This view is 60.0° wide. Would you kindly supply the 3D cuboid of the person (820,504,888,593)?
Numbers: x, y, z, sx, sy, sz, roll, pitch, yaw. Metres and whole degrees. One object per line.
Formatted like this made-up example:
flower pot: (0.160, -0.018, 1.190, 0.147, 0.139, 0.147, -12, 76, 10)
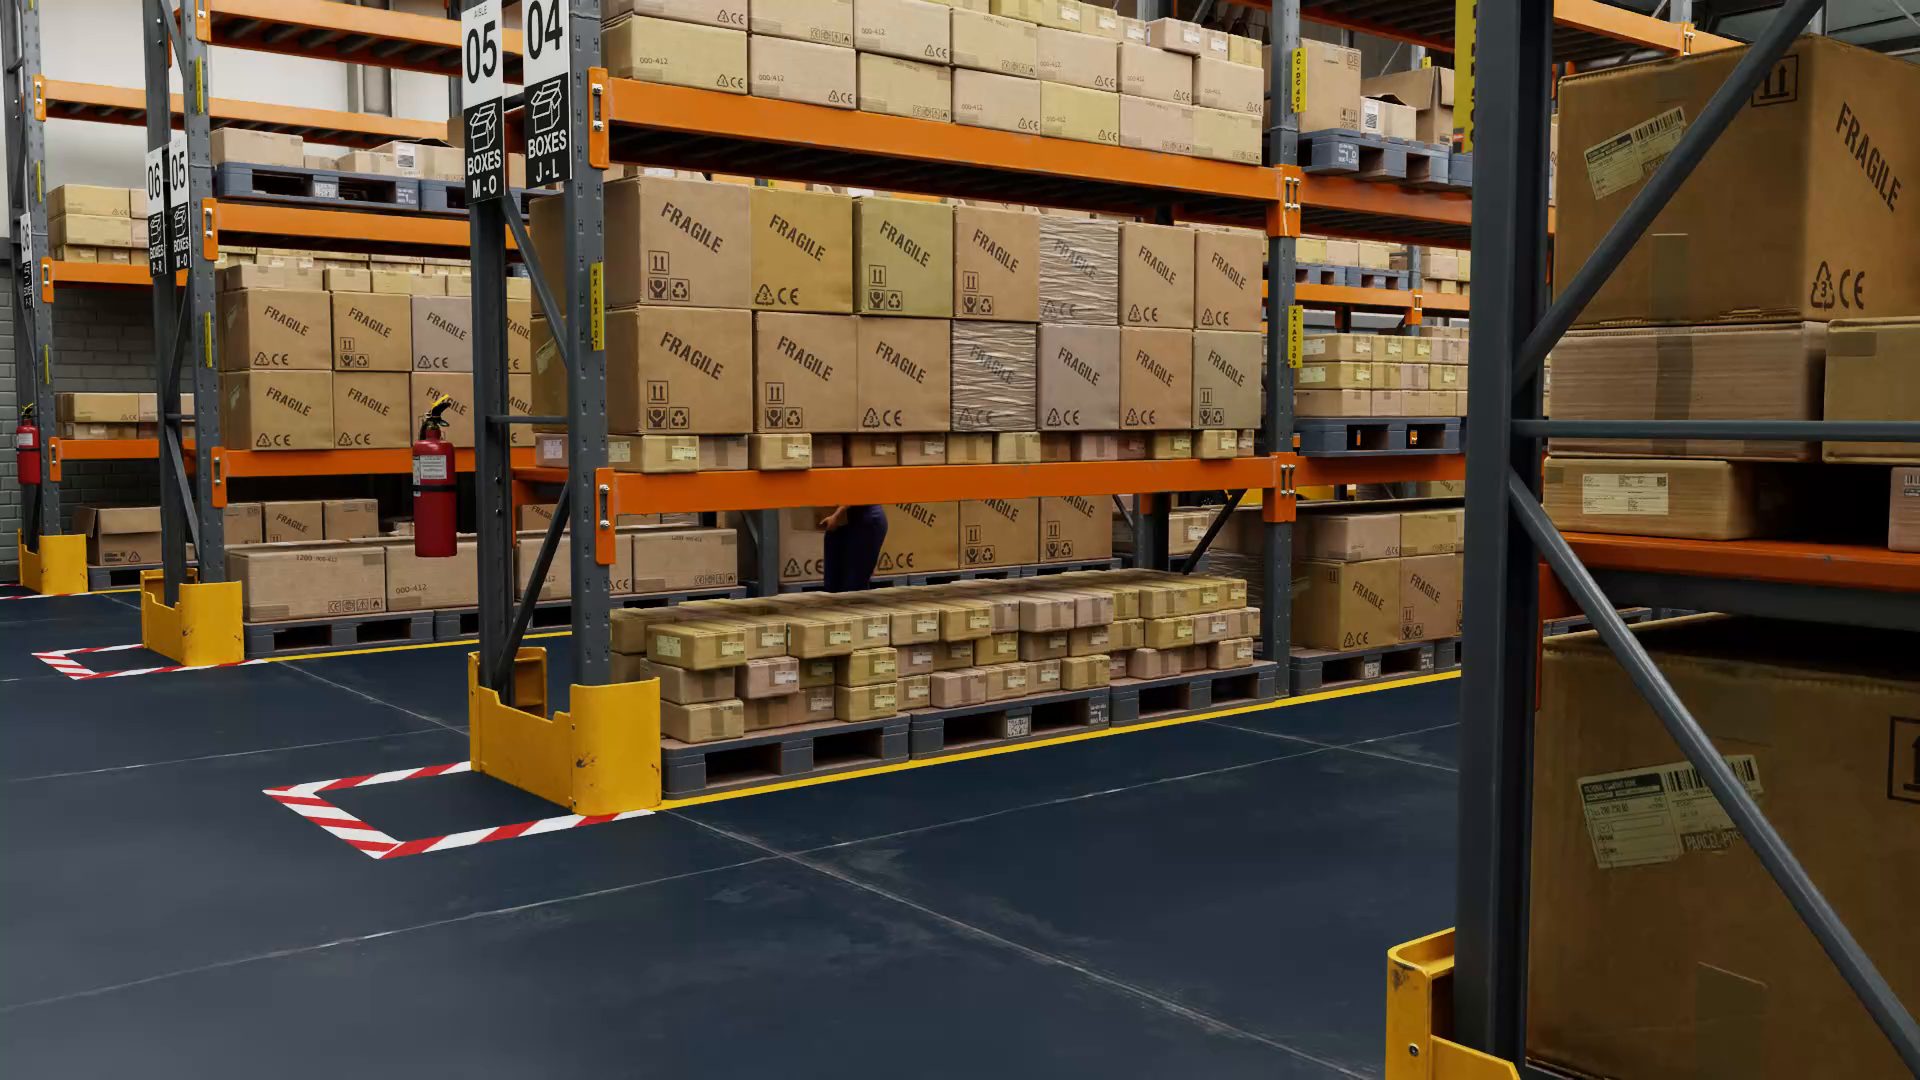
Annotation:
person: (-0.720, -0.066, 10.264, 0.528, 1.647, 0.435, -4, 6, -39)
